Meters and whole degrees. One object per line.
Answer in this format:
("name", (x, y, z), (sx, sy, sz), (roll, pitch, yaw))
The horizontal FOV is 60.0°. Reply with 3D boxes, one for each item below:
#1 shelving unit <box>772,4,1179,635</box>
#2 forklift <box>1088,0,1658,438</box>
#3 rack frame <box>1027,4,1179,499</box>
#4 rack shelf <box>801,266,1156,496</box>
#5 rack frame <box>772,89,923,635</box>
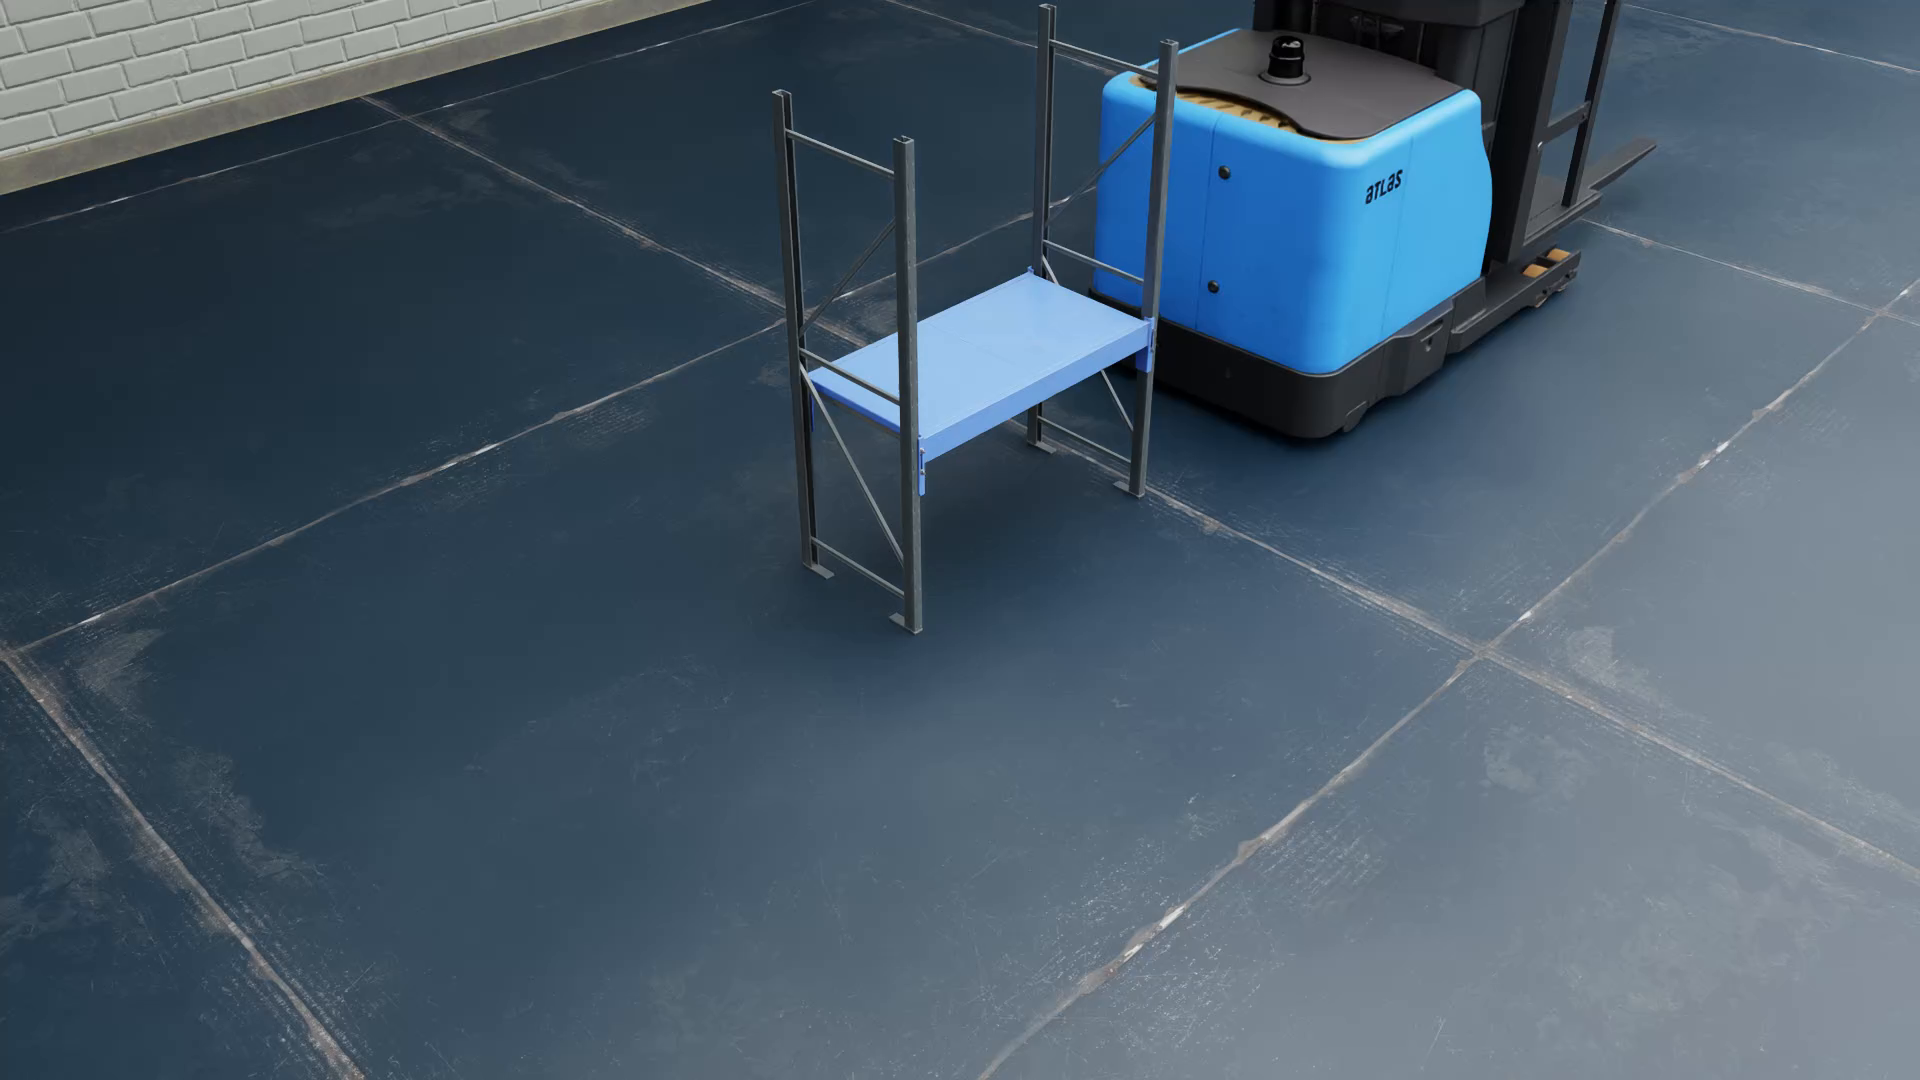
("shelving unit", (0.060, -0.650, 4.871), (0.538, 1.500, 1.048), (30, 45, 35))
("forklift", (1.838, -2.299, 5.984), (1.130, 2.935, 3.031), (28, 44, 34))
("rack frame", (0.418, -0.856, 5.167), (0.500, 1.500, 0.032), (30, 45, 35))
("rack shelf", (0.060, -0.502, 4.974), (0.538, 0.185, 1.000), (30, 45, 35))
("rack frame", (-0.298, -0.443, 4.575), (0.500, 1.500, 0.032), (30, 45, 35))
